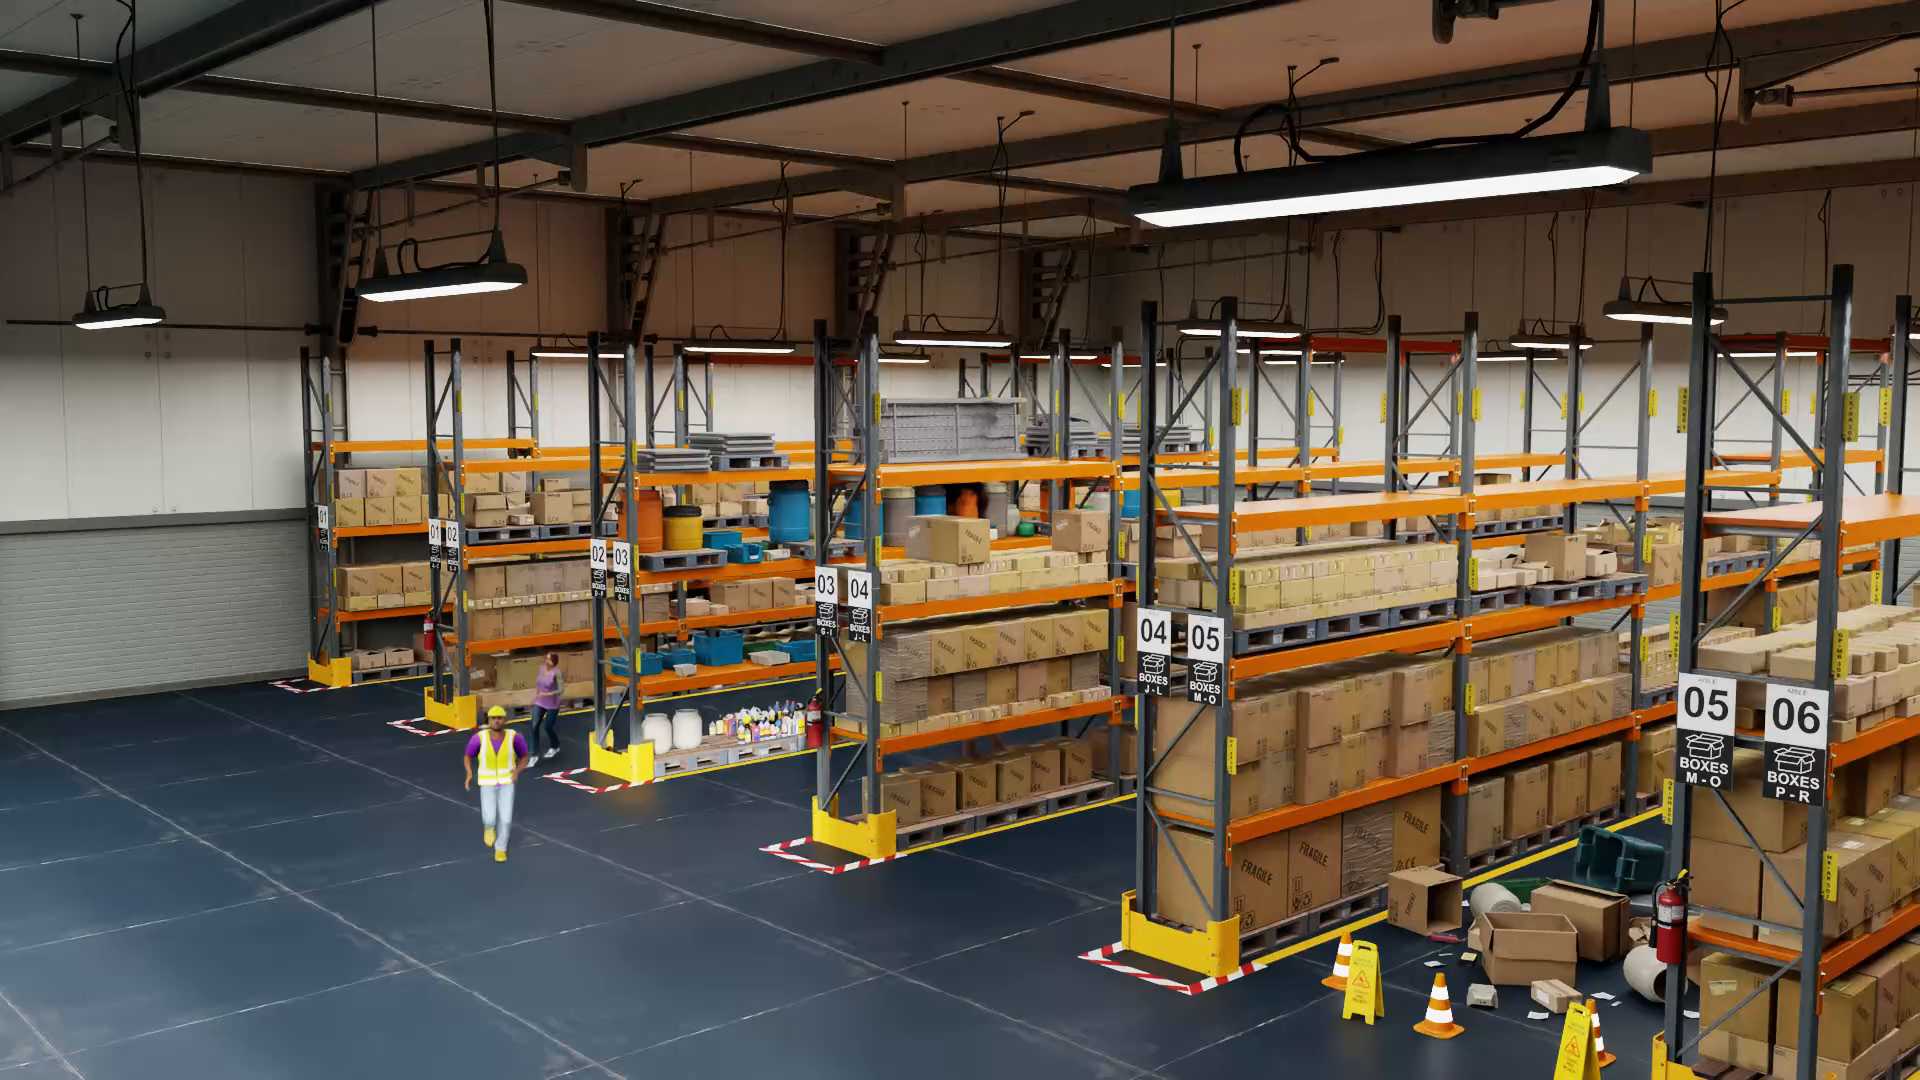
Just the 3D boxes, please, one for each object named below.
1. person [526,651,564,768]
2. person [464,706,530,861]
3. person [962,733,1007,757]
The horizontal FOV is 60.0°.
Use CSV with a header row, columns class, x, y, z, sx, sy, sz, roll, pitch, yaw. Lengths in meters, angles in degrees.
class,x,y,z,sx,sy,sz,roll,pitch,yaw
person,-5.709,2.342,23.201,0.525,1.613,0.701,2,5,18
person,-5.125,2.691,18.431,0.707,1.717,0.583,-1,5,-15
person,0.330,2.342,22.466,0.554,1.710,0.840,5,7,44
